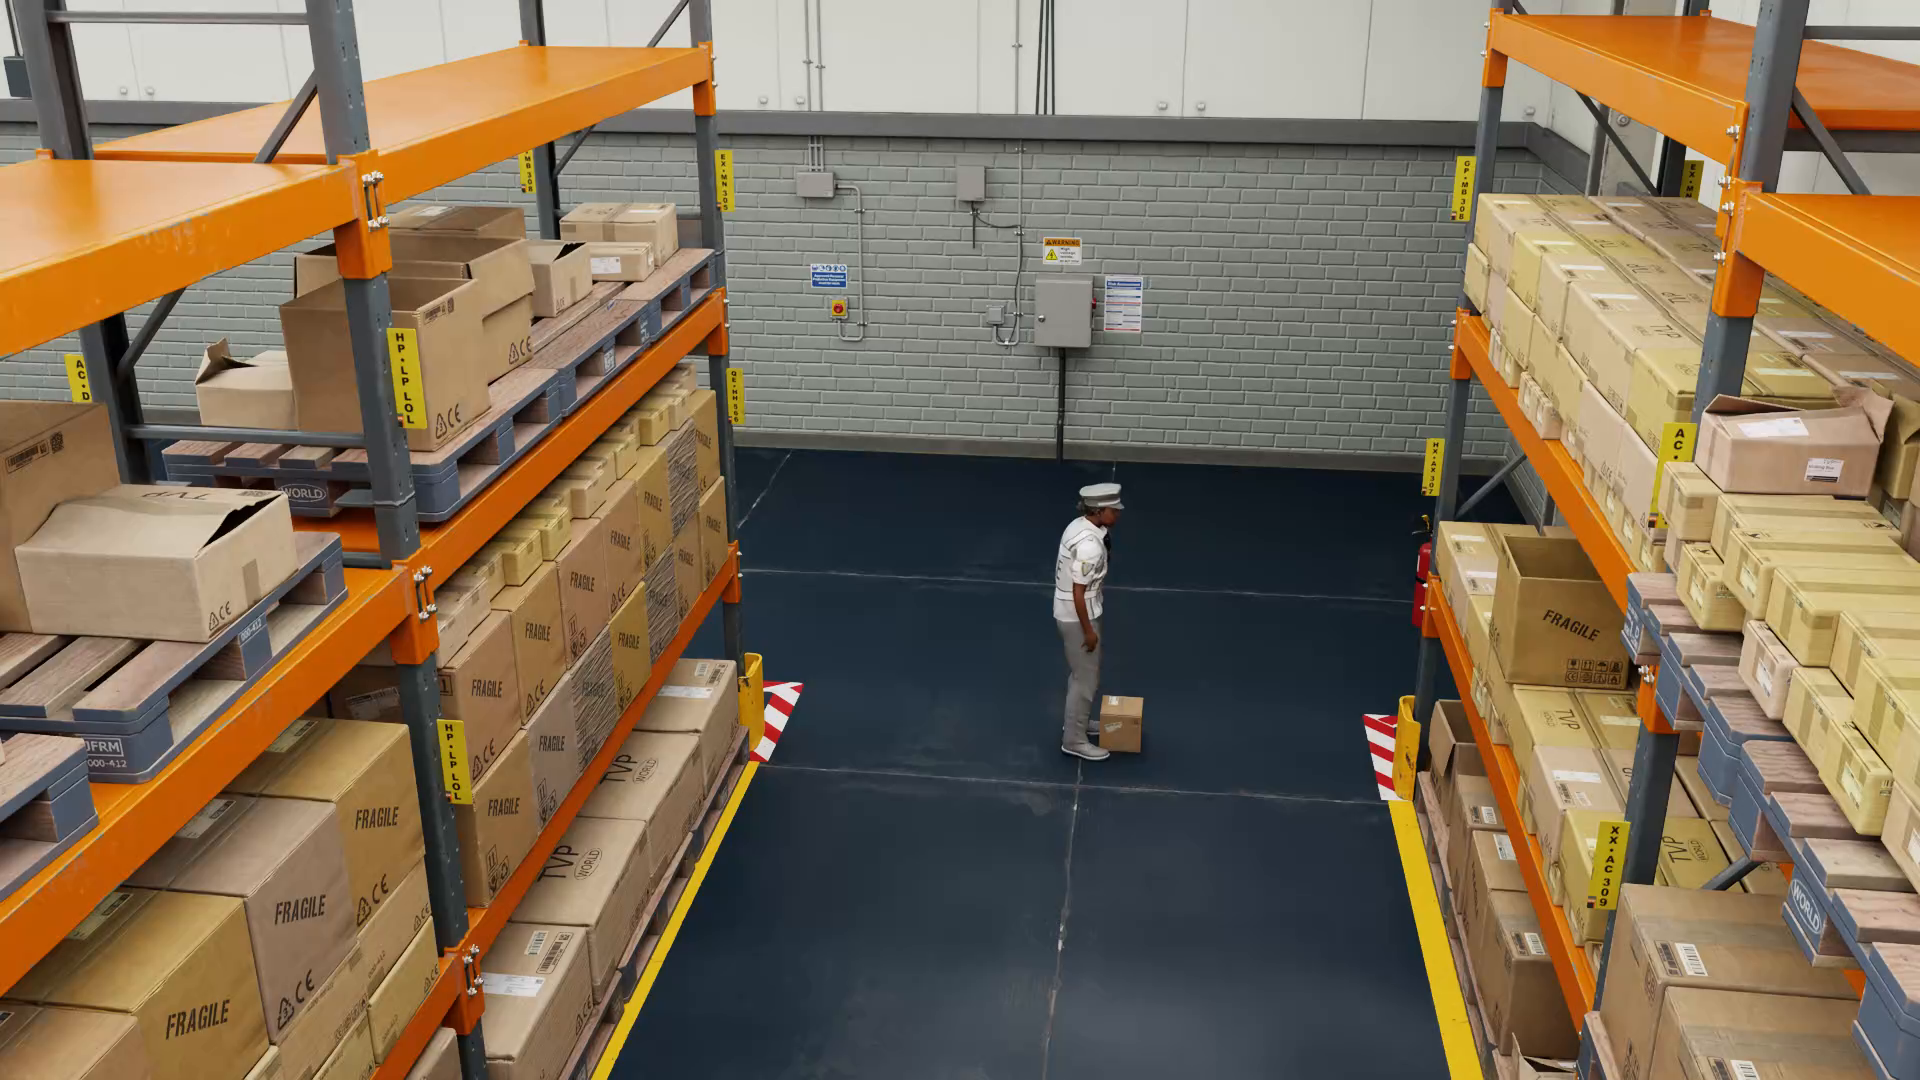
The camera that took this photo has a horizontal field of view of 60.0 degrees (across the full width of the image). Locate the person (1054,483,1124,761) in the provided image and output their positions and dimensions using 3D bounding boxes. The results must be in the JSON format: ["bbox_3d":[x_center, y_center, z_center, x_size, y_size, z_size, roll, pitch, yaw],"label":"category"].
[{"bbox_3d":[0.752,0.461,9.901,0.395,1.659,0.508,2,21,6],"label":"person"}]
